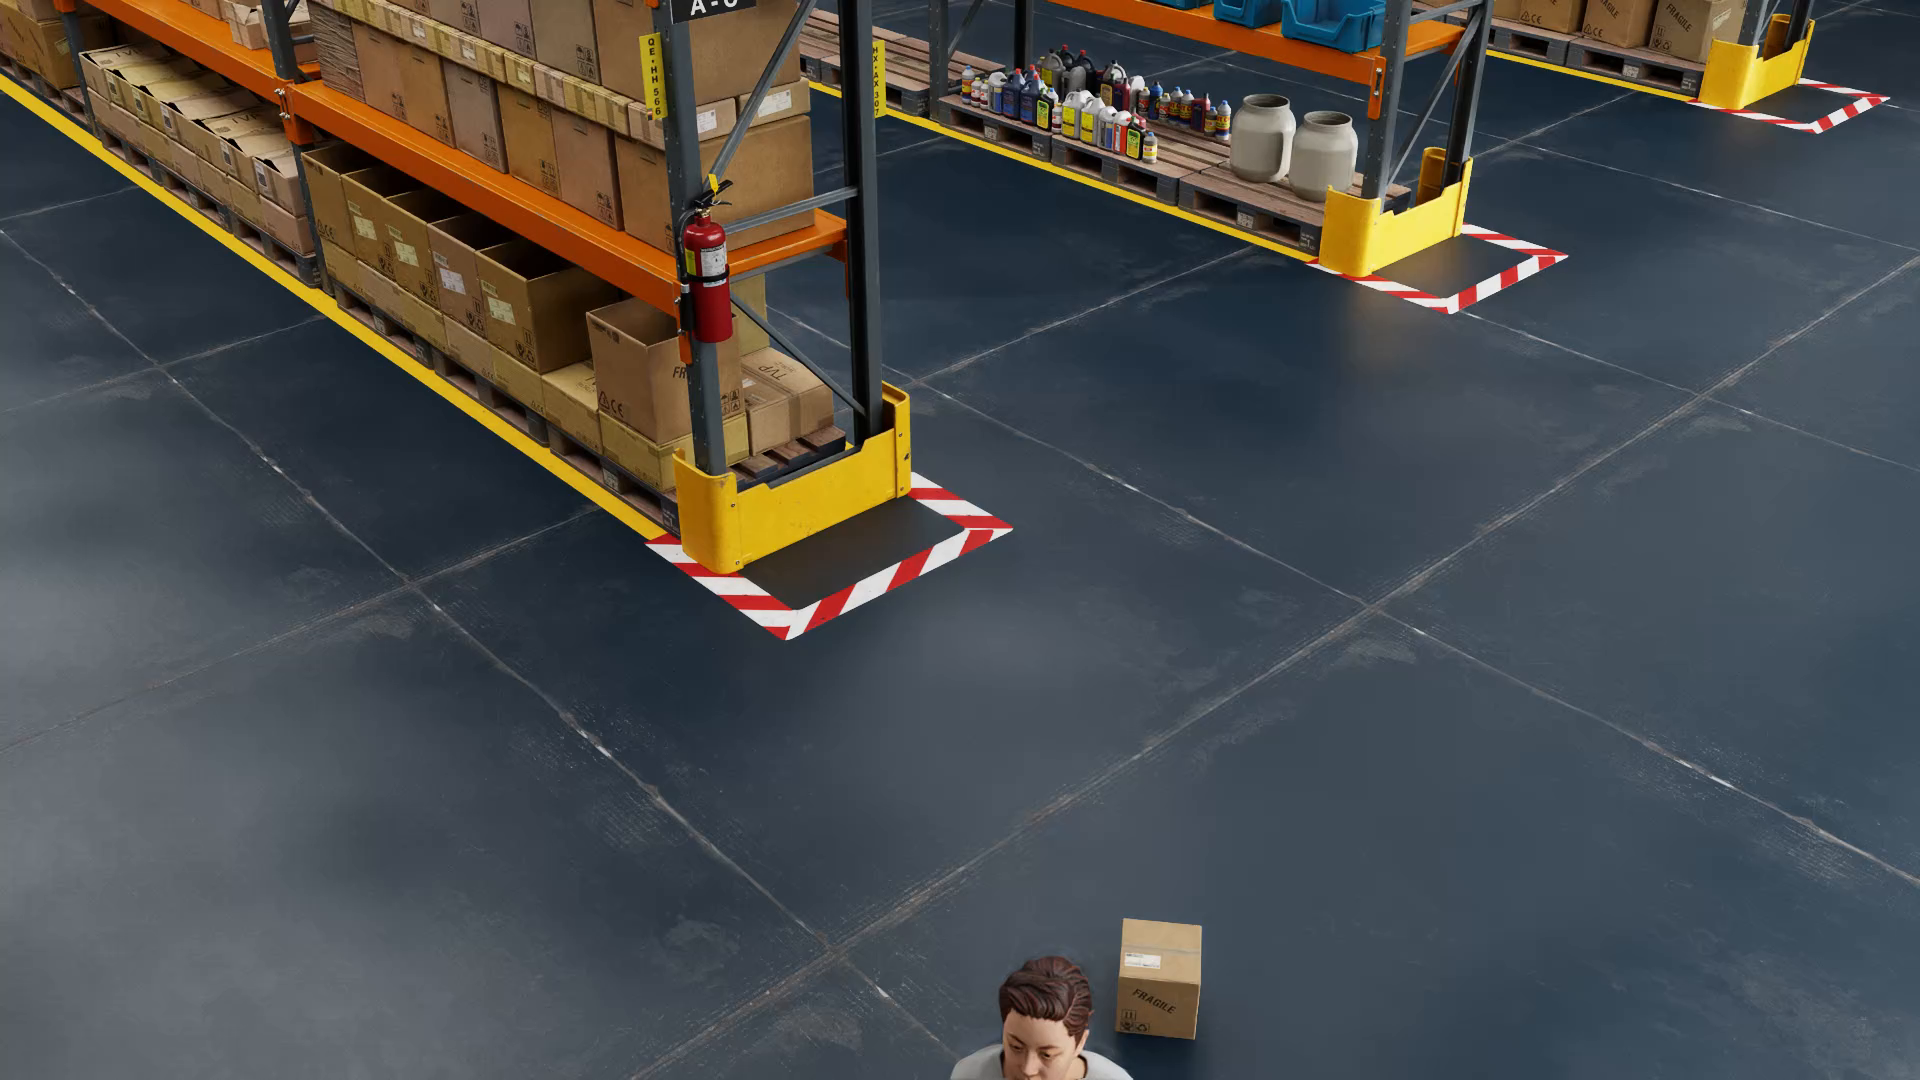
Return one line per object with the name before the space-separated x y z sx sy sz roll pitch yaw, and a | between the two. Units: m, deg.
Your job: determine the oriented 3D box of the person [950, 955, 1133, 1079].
person | 0.177 1.533 3.658 0.439 1.630 0.930 3 32 5
